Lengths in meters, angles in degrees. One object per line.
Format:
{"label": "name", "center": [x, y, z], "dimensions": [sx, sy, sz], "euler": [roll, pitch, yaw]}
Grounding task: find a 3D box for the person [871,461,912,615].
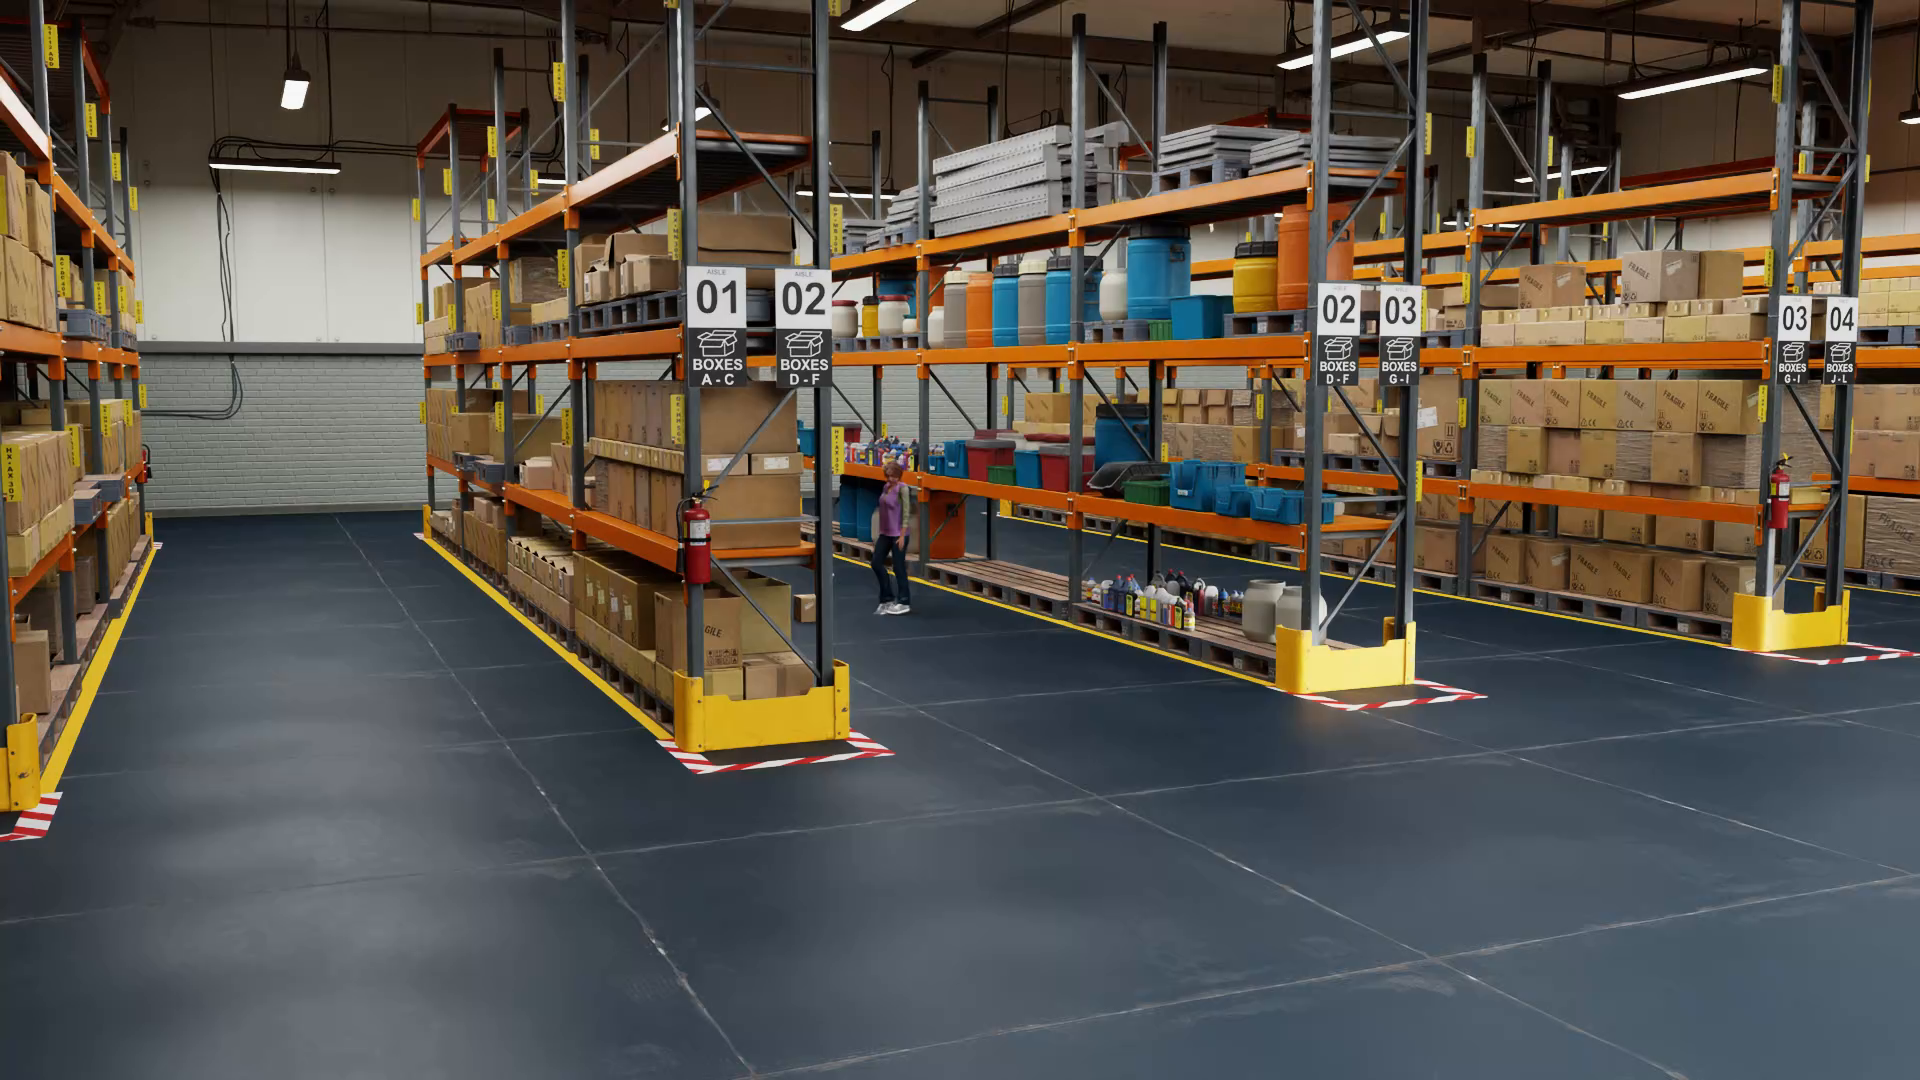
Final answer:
{"label": "person", "center": [-0.690, 0.007, 17.291], "dimensions": [0.370, 1.637, 0.453], "euler": [-4, 7, -36]}
